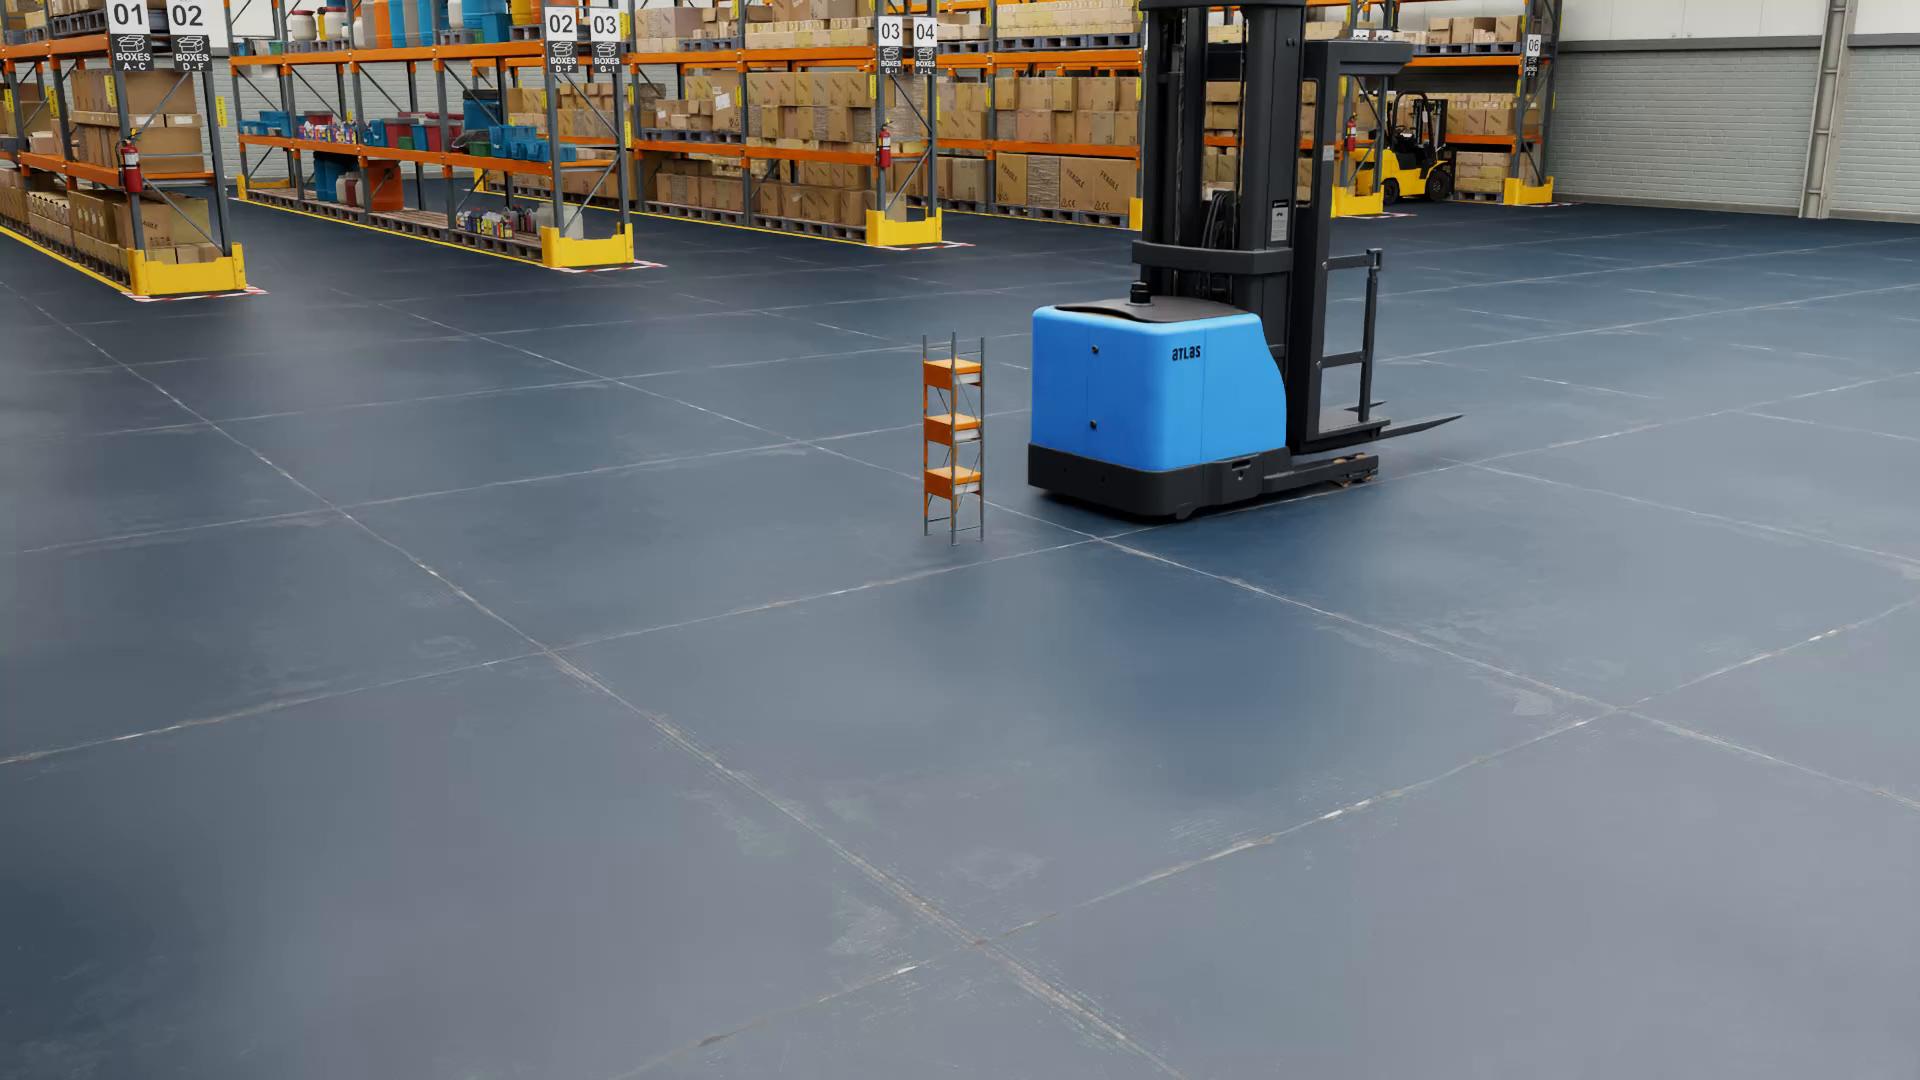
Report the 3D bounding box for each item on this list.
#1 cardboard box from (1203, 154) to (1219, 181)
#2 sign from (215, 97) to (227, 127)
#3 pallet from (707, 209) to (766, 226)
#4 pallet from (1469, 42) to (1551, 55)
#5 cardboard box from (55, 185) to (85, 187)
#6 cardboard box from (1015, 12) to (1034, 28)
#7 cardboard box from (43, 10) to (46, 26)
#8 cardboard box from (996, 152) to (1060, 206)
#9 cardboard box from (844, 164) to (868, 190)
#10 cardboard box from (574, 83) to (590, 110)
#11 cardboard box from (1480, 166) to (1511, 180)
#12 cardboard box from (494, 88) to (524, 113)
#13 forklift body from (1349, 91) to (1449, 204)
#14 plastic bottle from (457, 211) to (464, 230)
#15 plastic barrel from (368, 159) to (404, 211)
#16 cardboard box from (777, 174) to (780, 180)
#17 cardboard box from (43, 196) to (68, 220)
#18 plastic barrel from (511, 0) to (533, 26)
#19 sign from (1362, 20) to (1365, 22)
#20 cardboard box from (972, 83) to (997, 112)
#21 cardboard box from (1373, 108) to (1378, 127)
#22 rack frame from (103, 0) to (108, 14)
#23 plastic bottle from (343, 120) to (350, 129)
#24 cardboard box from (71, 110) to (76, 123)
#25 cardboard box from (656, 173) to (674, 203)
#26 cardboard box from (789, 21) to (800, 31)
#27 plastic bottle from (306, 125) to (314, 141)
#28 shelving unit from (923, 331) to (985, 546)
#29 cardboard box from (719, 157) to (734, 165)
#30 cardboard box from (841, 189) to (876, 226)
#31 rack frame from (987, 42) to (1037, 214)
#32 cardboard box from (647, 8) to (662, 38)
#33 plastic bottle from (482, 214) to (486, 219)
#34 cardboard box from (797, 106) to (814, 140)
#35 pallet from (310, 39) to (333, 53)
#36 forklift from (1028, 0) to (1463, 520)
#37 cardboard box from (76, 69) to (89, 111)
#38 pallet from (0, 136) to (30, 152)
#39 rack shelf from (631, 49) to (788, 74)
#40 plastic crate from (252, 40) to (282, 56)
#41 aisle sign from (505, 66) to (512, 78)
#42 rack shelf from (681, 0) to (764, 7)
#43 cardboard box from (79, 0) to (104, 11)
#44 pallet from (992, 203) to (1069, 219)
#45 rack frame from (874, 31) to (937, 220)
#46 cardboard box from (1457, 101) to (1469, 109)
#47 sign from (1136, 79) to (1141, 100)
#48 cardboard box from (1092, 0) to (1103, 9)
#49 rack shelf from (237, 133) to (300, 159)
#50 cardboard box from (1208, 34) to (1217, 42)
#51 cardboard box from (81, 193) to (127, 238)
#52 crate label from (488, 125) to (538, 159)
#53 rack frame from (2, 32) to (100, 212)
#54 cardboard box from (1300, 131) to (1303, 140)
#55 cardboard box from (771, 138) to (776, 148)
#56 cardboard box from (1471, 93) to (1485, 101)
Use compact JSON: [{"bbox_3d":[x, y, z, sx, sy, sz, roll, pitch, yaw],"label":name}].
[{"bbox_3d":[5.014,-7.294,32.535,0.500,0.500,0.500,-10,18,-32],"label":"cardboard box"},{"bbox_3d":[-8.341,-4.835,18.770,0.100,0.325,0.005,-11,19,-35],"label":"sign"},{"bbox_3d":[-3.590,-5.506,28.295,1.003,0.211,1.213,-11,19,-35],"label":"pallet"},{"bbox_3d":[10.855,-9.700,32.820,1.003,0.211,1.213,-11,19,-35],"label":"pallet"},{"bbox_3d":[-14.137,-5.370,26.414,0.500,0.500,0.500,-11,19,-35],"label":"cardboard box"},{"bbox_3d":[1.300,-8.947,28.637,0.500,0.250,0.500,-11,19,-35],"label":"cardboard box"},{"bbox_3d":[-12.220,-7.143,22.800,0.500,0.250,0.500,-13,20,-39],"label":"cardboard box"},{"bbox_3d":[1.254,-6.466,29.749,0.875,0.875,0.875,-11,19,-34],"label":"cardboard box"},{"bbox_3d":[-2.009,-7.385,33.815,0.500,0.500,0.500,-11,19,-35],"label":"cardboard box"},{"bbox_3d":[-7.058,-8.642,32.380,0.797,0.503,0.637,-11,19,-34],"label":"cardboard box"},{"bbox_3d":[10.711,-7.314,33.082,0.500,0.250,0.500,-11,19,-35],"label":"cardboard box"},{"bbox_3d":[-9.519,-9.320,35.246,0.500,0.500,0.500,-11,19,-36],"label":"cardboard box"},{"bbox_3d":[8.660,-7.853,33.194,2.313,2.155,1.214,-11,19,-35],"label":"forklift body"},{"bbox_3d":[-7.304,-4.677,24.316,0.097,0.271,0.097,0,15,0],"label":"plastic bottle"},{"bbox_3d":[-9.790,-6.028,28.235,0.600,0.830,0.708,-11,19,-35],"label":"plastic barrel"},{"bbox_3d":[-3.874,-8.154,37.291,0.380,0.149,0.250,-10,18,-33],"label":"cardboard box"},{"bbox_3d":[-12.511,-4.662,23.279,0.500,0.311,0.500,-11,19,-35],"label":"cardboard box"},{"bbox_3d":[-5.558,-7.026,21.732,0.600,0.588,0.600,0,15,0],"label":"plastic barrel"},{"bbox_3d":[8.465,-10.757,34.937,0.100,0.325,0.005,-11,19,-35],"label":"sign"},{"bbox_3d":[0.644,-8.069,30.293,0.700,0.500,0.500,-11,19,-35],"label":"cardboard box"},{"bbox_3d":[8.948,-8.908,35.251,0.500,0.500,0.500,-12,19,-36],"label":"cardboard box"},{"bbox_3d":[-8.794,-7.188,17.792,1.000,3.000,0.127,-11,19,-35],"label":"rack frame"},{"bbox_3d":[-11.043,-7.394,30.002,0.144,0.351,0.185,-11,19,-35],"label":"plastic bottle"},{"bbox_3d":[-11.144,-5.422,21.287,0.380,0.149,0.250,-11,19,-35],"label":"cardboard box"},{"bbox_3d":[-5.072,-6.406,30.202,0.700,0.500,0.500,-12,19,-37],"label":"cardboard box"},{"bbox_3d":[-2.392,-7.862,25.467,0.380,0.149,0.250,-11,19,-36],"label":"cardboard box"},{"bbox_3d":[-11.662,-7.329,29.907,0.152,0.276,0.135,-11,19,-35],"label":"plastic bottle"},{"bbox_3d":[-0.031,-0.518,8.479,0.215,1.050,0.252,-11,19,-35],"label":"shelving unit"},{"bbox_3d":[-5.292,-8.668,38.042,0.380,0.149,0.250,-11,19,-34],"label":"cardboard box"},{"bbox_3d":[-1.511,-5.086,25.418,0.500,0.500,0.500,-6,16,-20],"label":"cardboard box"},{"bbox_3d":[0.941,-7.434,30.054,1.000,3.000,0.127,-11,19,-35],"label":"rack frame"},{"bbox_3d":[-5.119,-9.027,29.055,0.500,0.500,0.500,-11,19,-34],"label":"cardboard box"},{"bbox_3d":[-6.770,-4.510,23.708,0.097,0.271,0.097,0,15,0],"label":"plastic bottle"},{"bbox_3d":[-2.014,-6.455,25.725,0.875,0.500,0.500,-11,19,-35],"label":"cardboard box"},{"bbox_3d":[-10.632,-8.587,28.942,1.003,0.211,1.213,-11,19,-35],"label":"pallet"},{"bbox_3d":[1.847,-1.817,9.663,3.031,2.935,1.130,-12,19,-38],"label":"forklift"},{"bbox_3d":[-10.582,-5.621,20.785,0.700,0.500,0.500,-11,19,-35],"label":"cardboard box"},{"bbox_3d":[-13.953,-6.044,25.340,1.213,0.211,1.003,-11,19,-35],"label":"pallet"},{"bbox_3d":[-4.307,-8.212,28.580,1.077,0.370,4.000,-11,19,-35],"label":"rack shelf"},{"bbox_3d":[-13.139,-9.348,31.589,0.437,0.282,0.530,-11,19,-35],"label":"plastic crate"},{"bbox_3d":[-9.986,-10.564,36.566,0.394,0.787,0.004,-11,19,-35],"label":"aisle sign"},{"bbox_3d":[-4.939,-12.114,37.160,1.077,0.370,4.000,-11,19,-35],"label":"rack shelf"},{"bbox_3d":[-9.684,-6.144,18.883,0.500,0.250,0.500,-11,19,-35],"label":"cardboard box"},{"bbox_3d":[1.325,-5.914,29.785,1.003,0.211,1.213,-11,19,-35],"label":"pallet"},{"bbox_3d":[-0.779,-5.831,24.200,1.000,3.000,0.127,-11,19,-35],"label":"rack frame"},{"bbox_3d":[10.211,-8.752,33.451,0.380,0.149,0.250,-12,19,-36],"label":"cardboard box"},{"bbox_3d":[2.846,-7.171,26.453,0.100,0.325,0.005,-11,19,-35],"label":"sign"},{"bbox_3d":[2.370,-8.723,27.064,0.380,0.149,0.250,-10,18,-34],"label":"cardboard box"},{"bbox_3d":[-13.017,-7.705,32.408,1.077,0.370,4.000,-11,19,-35],"label":"rack shelf"},{"bbox_3d":[4.923,-9.605,32.026,0.500,0.250,0.500,-11,19,-36],"label":"cardboard box"},{"bbox_3d":[-10.538,-4.025,20.594,0.500,0.500,0.500,-11,19,-35],"label":"cardboard box"},{"bbox_3d":[-6.086,-5.431,22.669,0.502,0.435,0.616,-11,19,-35],"label":"crate label"},{"bbox_3d":[-13.498,-6.003,24.826,1.000,3.000,0.127,-11,19,-35],"label":"rack frame"},{"bbox_3d":[6.296,-7.440,30.554,0.380,0.149,0.250,-10,18,-34],"label":"cardboard box"},{"bbox_3d":[-2.787,-6.315,26.444,0.380,0.149,0.250,-11,19,-35],"label":"cardboard box"},{"bbox_3d":[10.437,-8.853,33.259,0.380,0.149,0.250,-11,19,-34],"label":"cardboard box"}]
